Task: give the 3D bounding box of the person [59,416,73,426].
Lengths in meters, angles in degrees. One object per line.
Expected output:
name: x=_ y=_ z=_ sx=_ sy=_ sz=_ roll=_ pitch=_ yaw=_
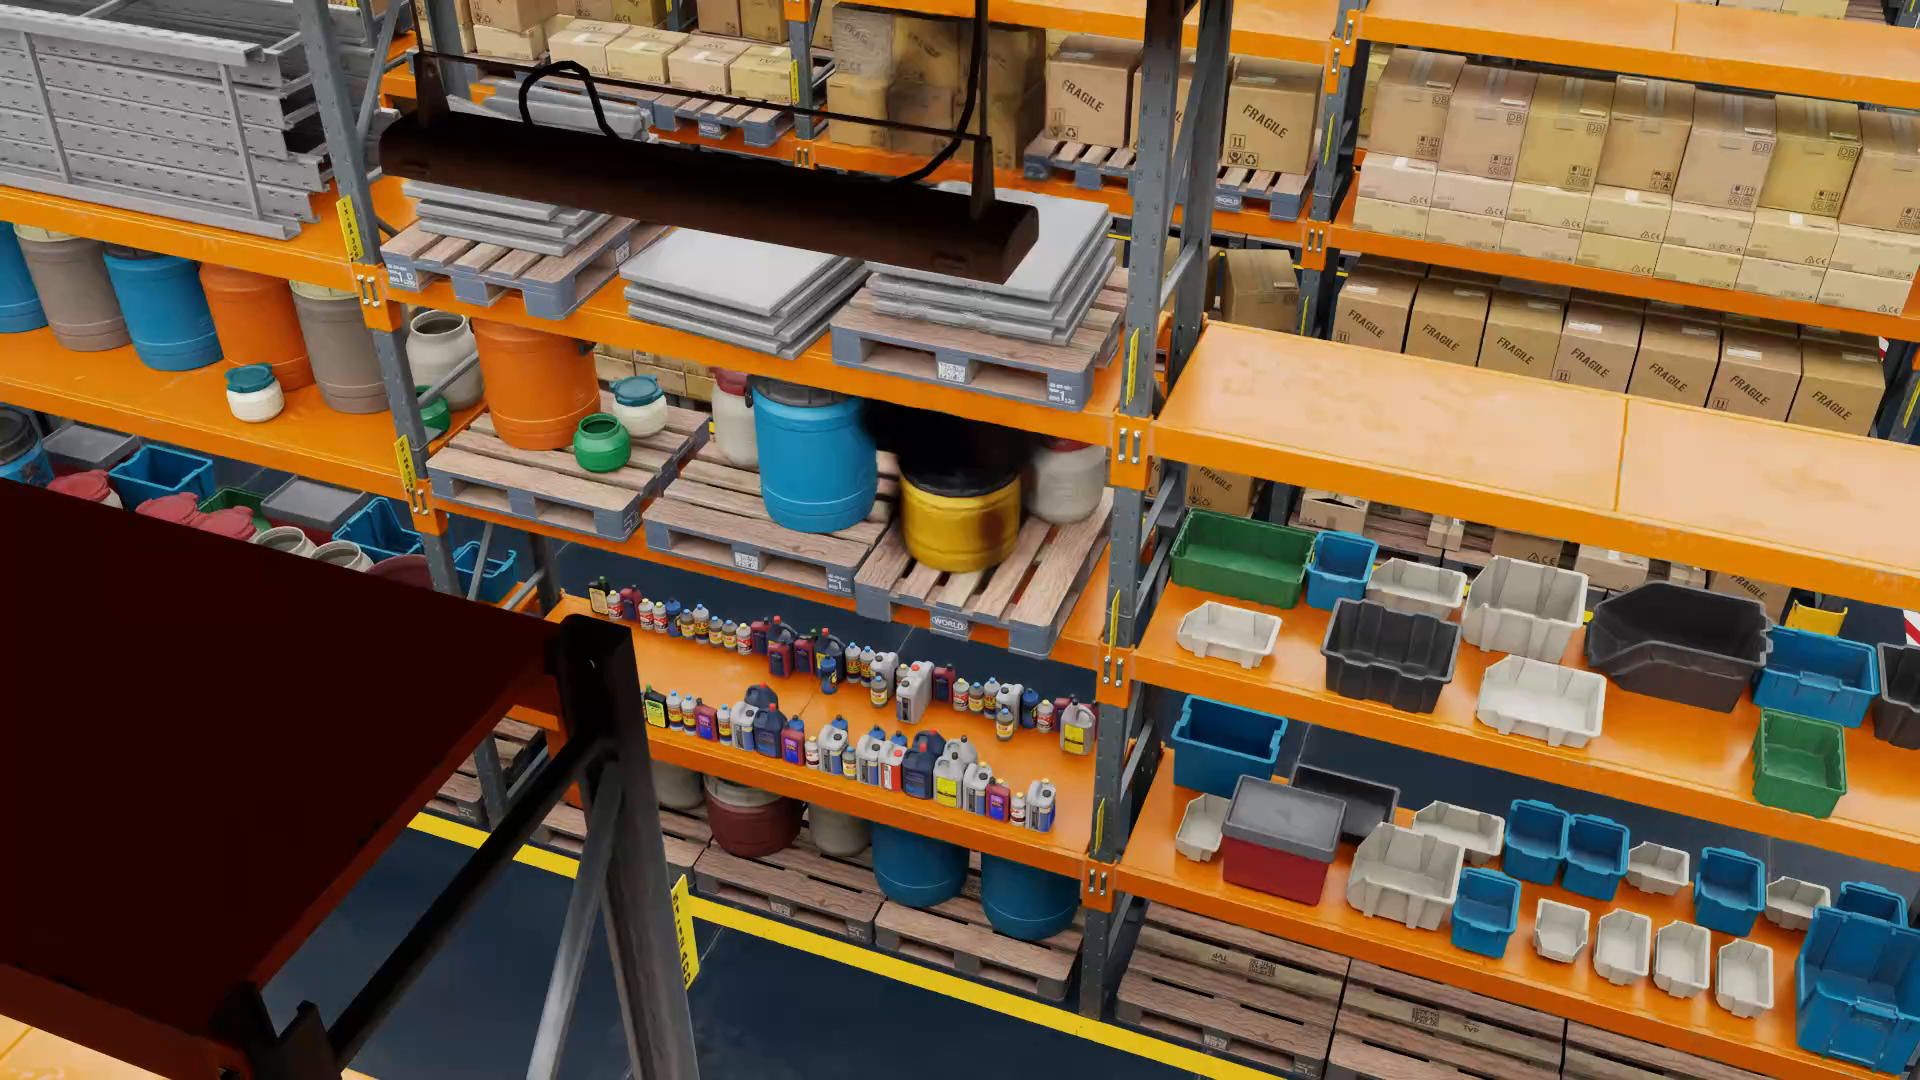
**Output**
person: x=-6.822 y=-0.784 z=13.105 sx=0.653 sy=1.627 sz=0.535 roll=-30 pitch=46 yaw=-34
